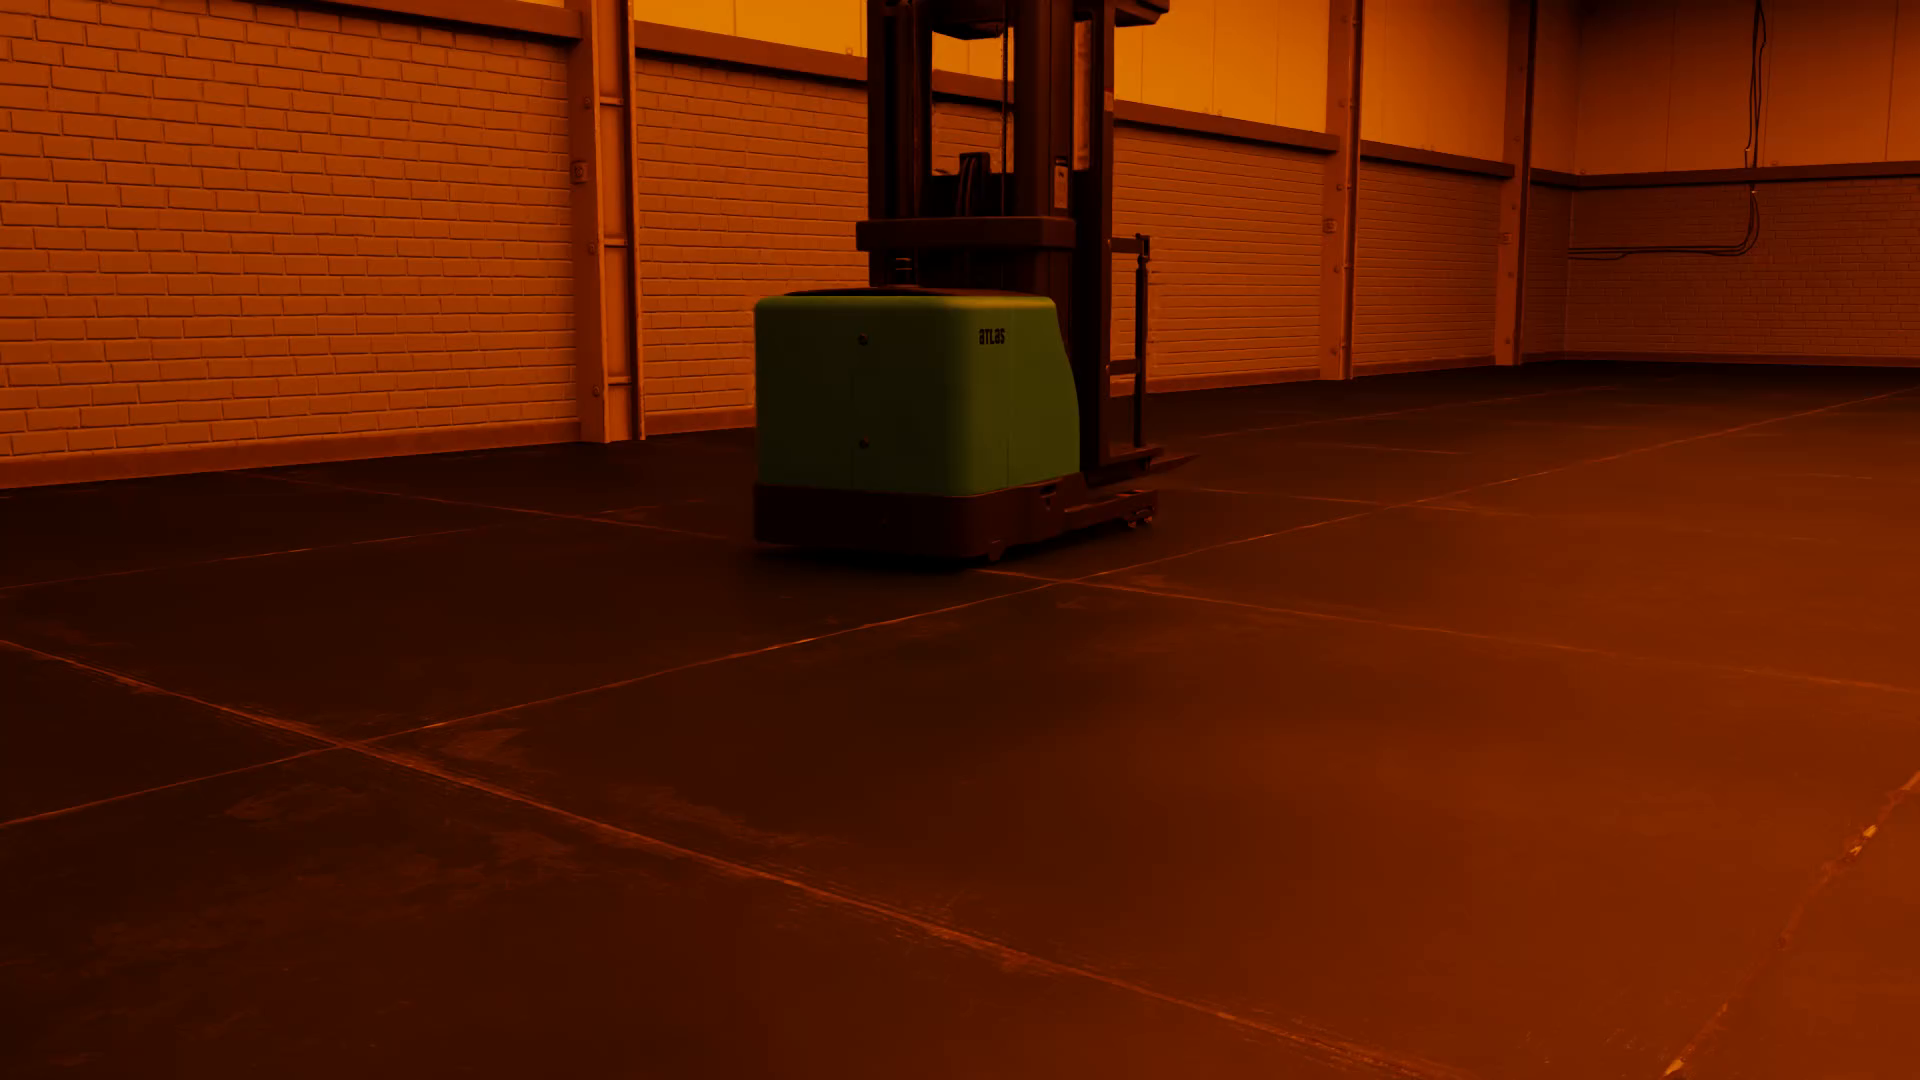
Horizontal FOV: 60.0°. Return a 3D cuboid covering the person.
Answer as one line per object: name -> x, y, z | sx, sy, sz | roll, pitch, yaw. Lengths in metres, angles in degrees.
person -> 2.140, -1.672, 12.987 | 0.899, 1.699, 0.719 | 4, 9, 25

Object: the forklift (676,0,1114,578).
forklift -> -0.176, -1.366, 6.616 | 1.130, 2.935, 3.031 | 3, 9, 17
